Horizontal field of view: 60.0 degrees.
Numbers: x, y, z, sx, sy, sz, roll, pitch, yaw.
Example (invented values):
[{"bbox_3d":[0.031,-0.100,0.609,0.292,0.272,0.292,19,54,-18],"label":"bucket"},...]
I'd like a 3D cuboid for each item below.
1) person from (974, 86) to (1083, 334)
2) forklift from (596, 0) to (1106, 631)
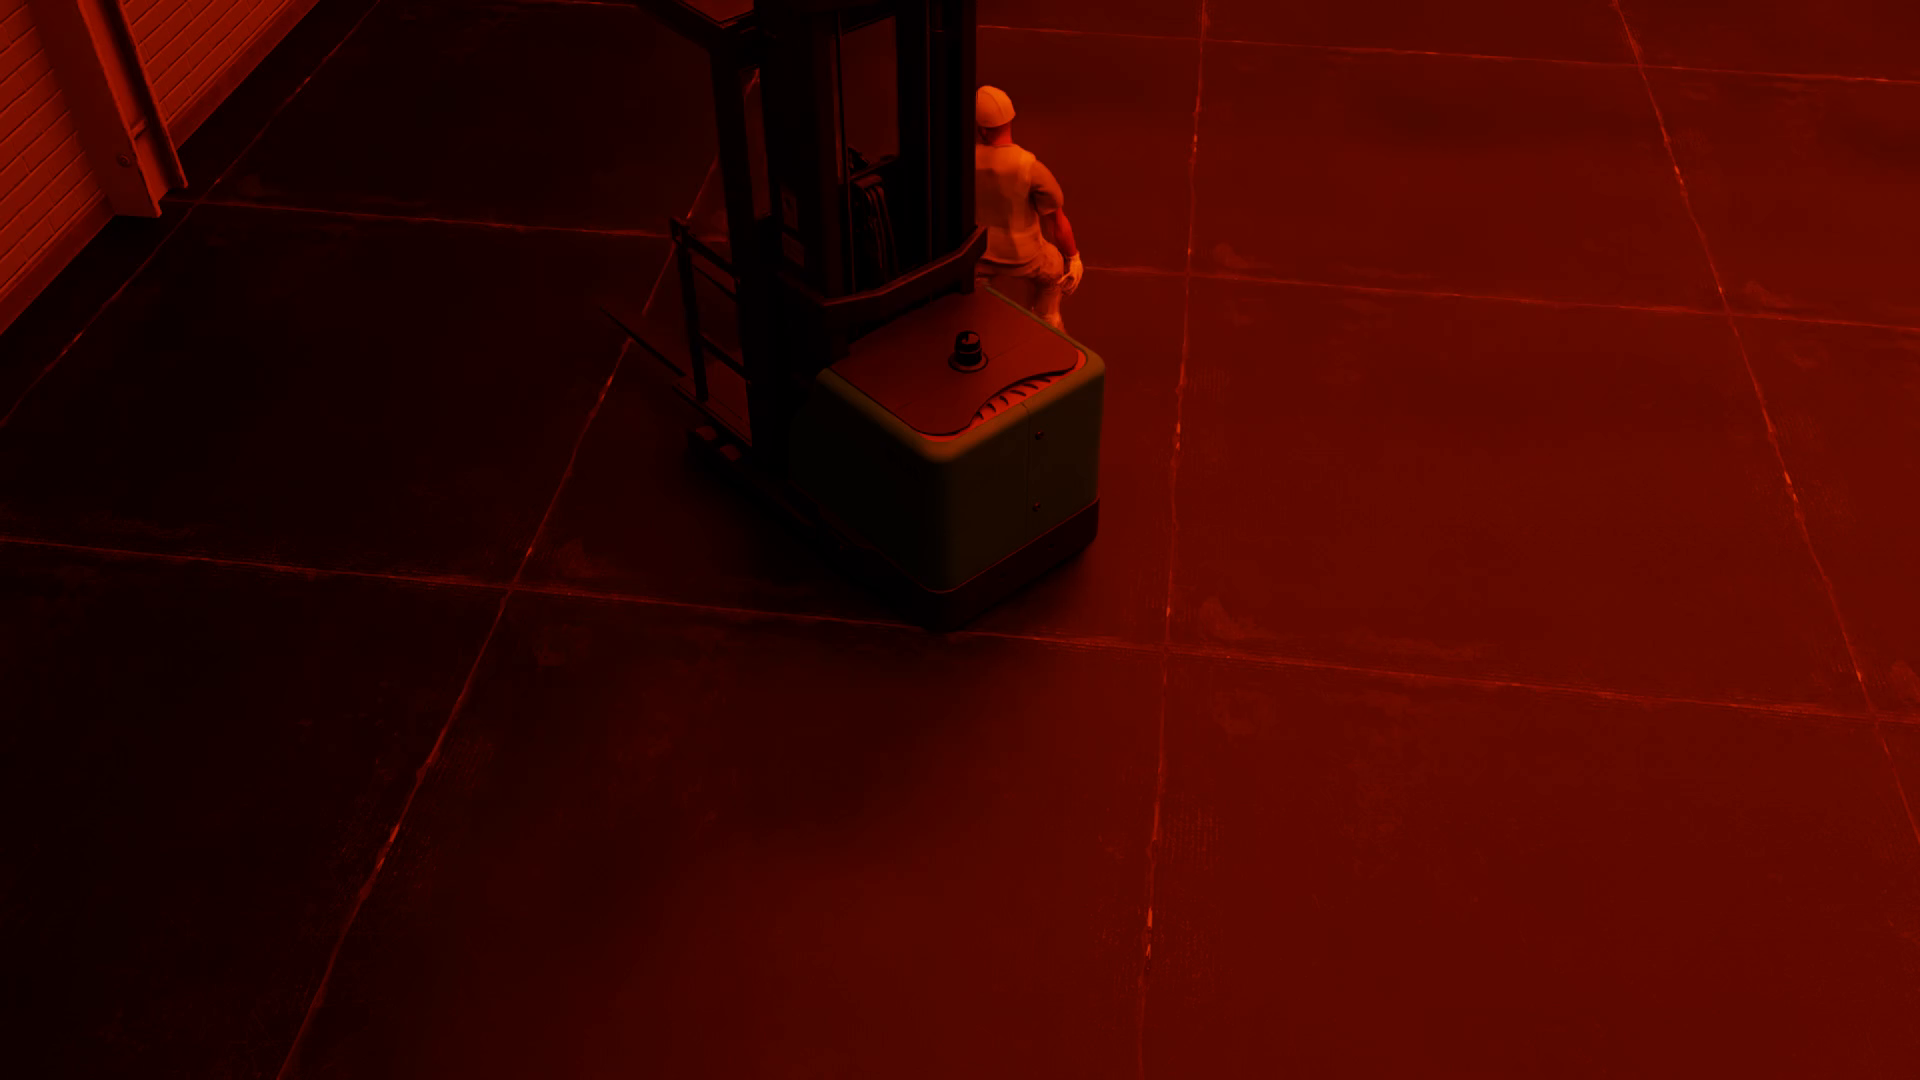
[{"bbox_3d":[0.284,-1.468,8.251,0.699,1.706,0.833,9,43,10],"label":"person"},{"bbox_3d":[-0.708,-1.593,7.459,1.130,2.935,3.031,-31,51,-29],"label":"forklift"}]
